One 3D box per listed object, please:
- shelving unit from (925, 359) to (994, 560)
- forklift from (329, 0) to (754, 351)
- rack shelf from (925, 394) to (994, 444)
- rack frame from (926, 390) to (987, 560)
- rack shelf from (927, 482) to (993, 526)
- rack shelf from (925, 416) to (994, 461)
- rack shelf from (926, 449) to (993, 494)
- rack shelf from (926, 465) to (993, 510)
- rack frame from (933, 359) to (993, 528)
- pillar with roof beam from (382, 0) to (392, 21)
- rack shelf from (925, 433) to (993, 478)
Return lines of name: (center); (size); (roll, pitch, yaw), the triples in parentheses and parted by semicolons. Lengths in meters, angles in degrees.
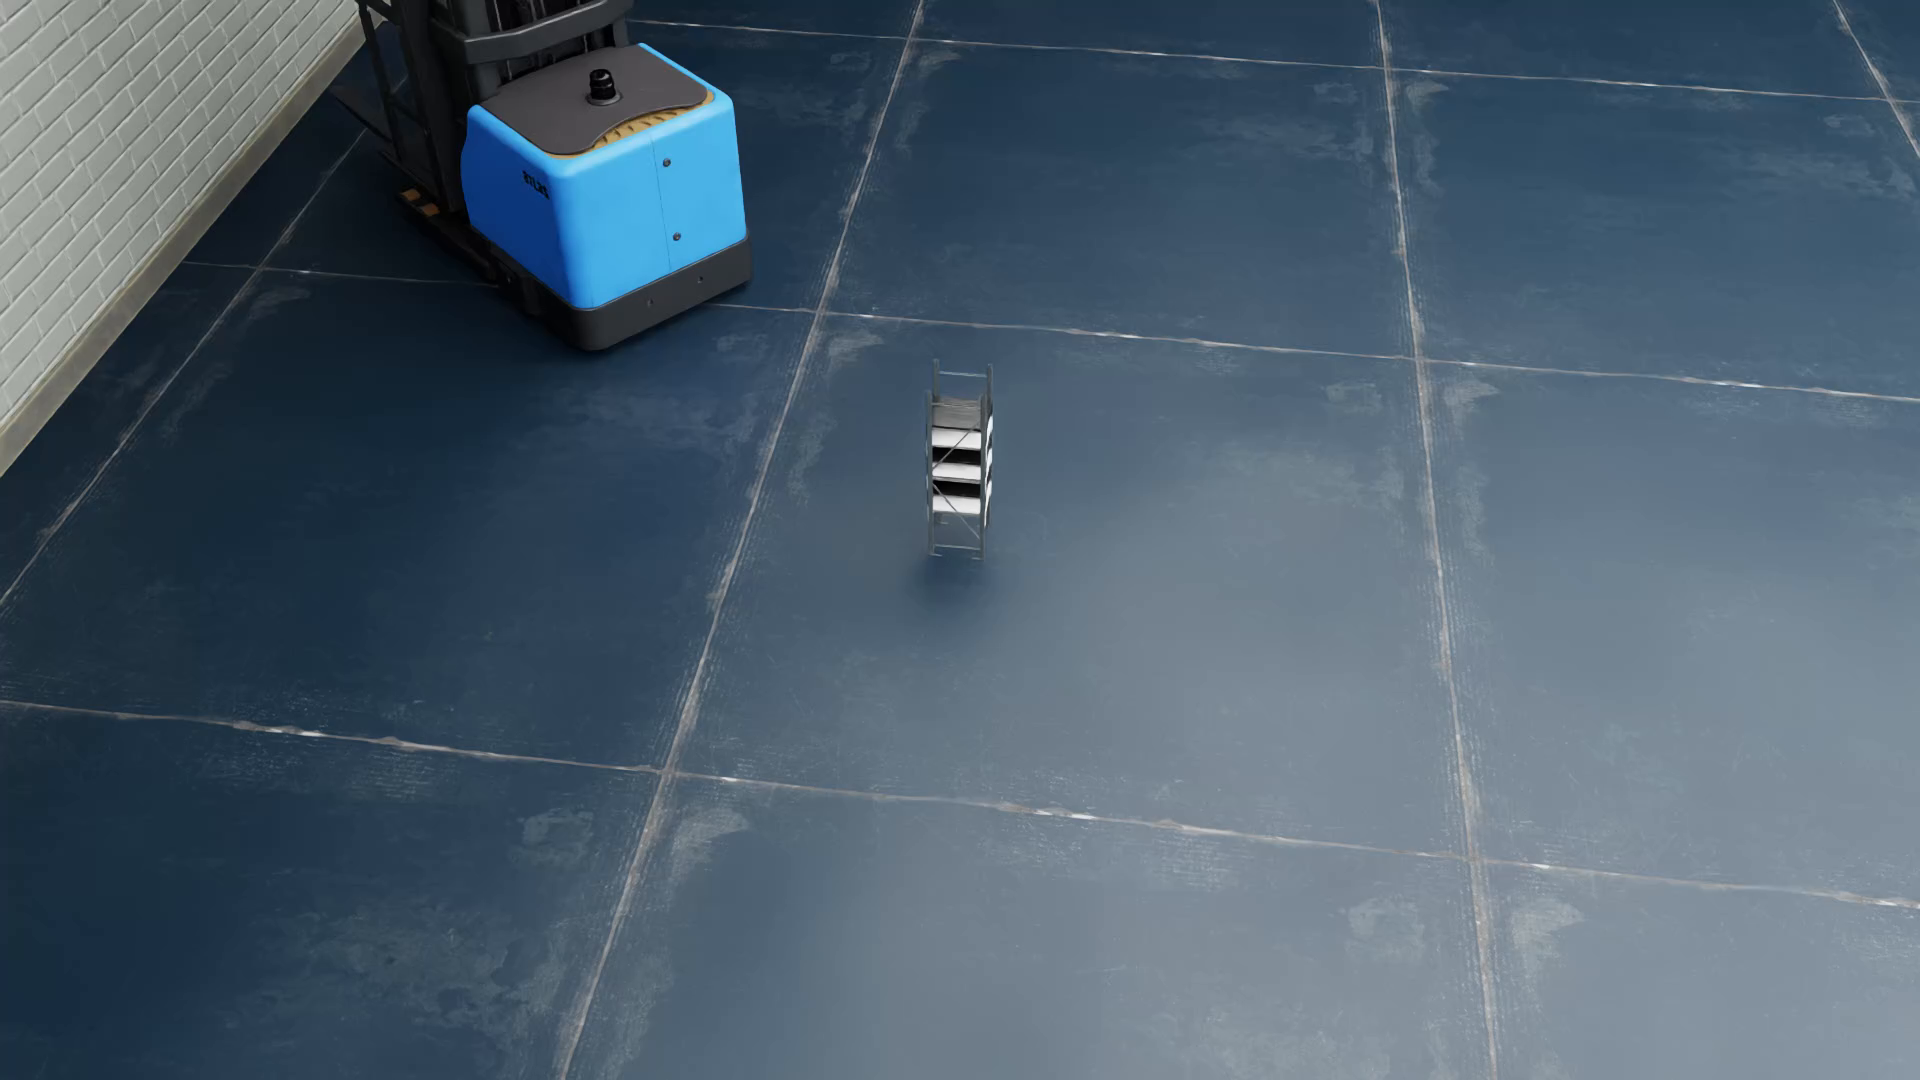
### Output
shelving unit: (-0.001, -0.321, 6.935); (0.258, 0.900, 0.210); (5, 44, 6)
forklift: (-2.426, -2.922, 8.204); (1.130, 2.935, 3.031); (-32, 52, -29)
rack shelf: (-0.001, -0.493, 6.772); (0.258, 0.077, 0.200); (5, 44, 6)
rack frame: (-0.015, -0.252, 6.862); (0.240, 0.900, 0.006); (5, 44, 6)
rack shelf: (-0.001, -0.166, 7.081); (0.258, 0.077, 0.200); (5, 44, 6)
rack shelf: (-0.001, -0.428, 6.834); (0.258, 0.077, 0.200); (5, 44, 6)
rack shelf: (-0.001, -0.297, 6.958); (0.258, 0.077, 0.200); (5, 44, 6)
rack shelf: (-0.001, -0.232, 7.020); (0.258, 0.077, 0.200); (5, 44, 6)
rack frame: (0.012, -0.391, 7.008); (0.240, 0.900, 0.006); (5, 44, 6)
pillar with roof beam: (0.654, -6.384, 7.447); (9.100, 9.000, 0.400); (5, 44, 6)
rack shelf: (-0.001, -0.362, 6.896); (0.258, 0.077, 0.200); (5, 44, 6)
